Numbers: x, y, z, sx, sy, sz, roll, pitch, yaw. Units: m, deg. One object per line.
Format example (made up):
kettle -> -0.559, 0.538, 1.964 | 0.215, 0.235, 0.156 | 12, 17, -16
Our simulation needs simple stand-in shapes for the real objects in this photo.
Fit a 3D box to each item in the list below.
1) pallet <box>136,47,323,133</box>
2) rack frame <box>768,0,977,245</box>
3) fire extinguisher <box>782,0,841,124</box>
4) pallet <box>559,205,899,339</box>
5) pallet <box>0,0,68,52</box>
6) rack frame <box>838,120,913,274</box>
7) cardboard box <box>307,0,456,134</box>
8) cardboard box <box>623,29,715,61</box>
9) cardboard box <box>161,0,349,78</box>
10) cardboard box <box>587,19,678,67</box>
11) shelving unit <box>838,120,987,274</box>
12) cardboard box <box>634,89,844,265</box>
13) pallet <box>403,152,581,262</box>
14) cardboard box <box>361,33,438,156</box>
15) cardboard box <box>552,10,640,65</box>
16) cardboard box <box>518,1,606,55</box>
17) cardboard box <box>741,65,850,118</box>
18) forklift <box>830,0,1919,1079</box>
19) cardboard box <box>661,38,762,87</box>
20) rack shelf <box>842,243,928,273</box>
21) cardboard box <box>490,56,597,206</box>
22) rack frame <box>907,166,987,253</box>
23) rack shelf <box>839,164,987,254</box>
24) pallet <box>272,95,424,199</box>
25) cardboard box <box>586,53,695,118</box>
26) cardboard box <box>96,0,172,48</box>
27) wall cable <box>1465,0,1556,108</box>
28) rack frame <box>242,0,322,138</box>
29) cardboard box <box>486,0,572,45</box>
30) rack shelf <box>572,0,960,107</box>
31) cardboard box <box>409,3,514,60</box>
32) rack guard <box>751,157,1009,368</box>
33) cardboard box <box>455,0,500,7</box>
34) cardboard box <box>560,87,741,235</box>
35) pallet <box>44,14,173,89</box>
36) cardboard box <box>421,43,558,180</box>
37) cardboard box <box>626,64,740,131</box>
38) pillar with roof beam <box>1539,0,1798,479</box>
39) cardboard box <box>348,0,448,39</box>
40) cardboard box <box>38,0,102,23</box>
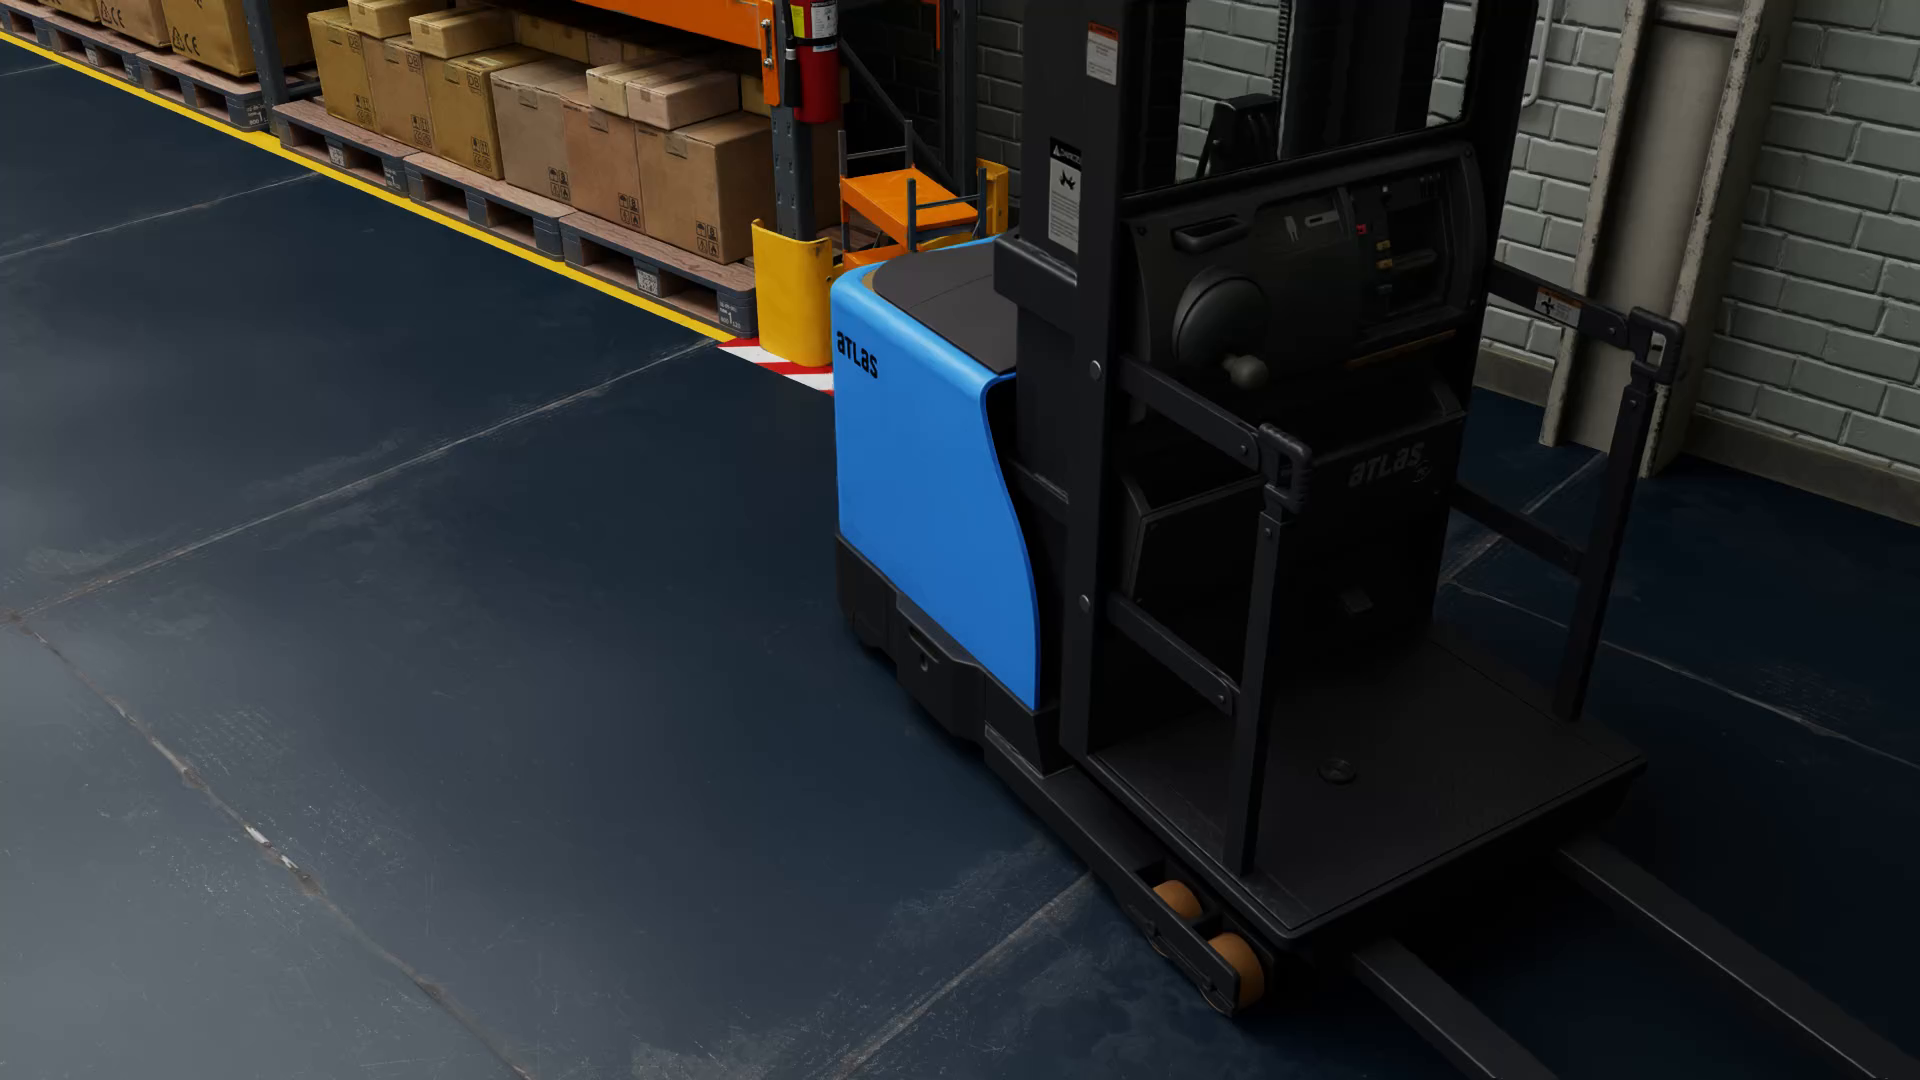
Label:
pallet -> -3.899, -2.648, 9.445 | 1.213, 0.211, 1.003 | 25, 39, 35
rack frame -> -0.310, -2.220, 6.030 | 0.127, 3.000, 1.000 | 25, 39, 35
fire extinguisher -> -0.508, -1.799, 5.766 | 0.183, 0.674, 0.296 | 25, 39, 35
pallet -> -0.956, -1.273, 7.159 | 1.213, 0.211, 1.003 | 25, 39, 35
pallet -> -5.708, -3.493, 10.847 | 1.213, 0.211, 1.003 | 25, 39, 35
rack frame -> -0.253, -0.729, 5.297 | 0.240, 1.200, 0.015 | -14, 34, -22
cardboard box -> -2.790, -2.416, 8.371 | 0.500, 0.500, 0.700 | 26, 39, 36
cardboard box -> -1.231, -2.106, 7.228 | 0.250, 0.149, 0.380 | 25, 39, 35
cardboard box -> -3.845, -3.039, 9.067 | 0.750, 0.750, 0.750 | 26, 39, 36
cardboard box -> -1.420, -2.194, 7.374 | 0.250, 0.149, 0.380 | 26, 39, 36
shelving unit -> -0.145, -0.616, 5.110 | 0.258, 1.200, 0.503 | -14, 34, -22
cardboard box -> -0.896, -1.534, 6.905 | 0.500, 0.500, 0.700 | 25, 39, 35
pallet -> -1.856, -1.695, 7.861 | 1.213, 0.211, 1.003 | 25, 39, 35
cardboard box -> -2.420, -2.241, 8.080 | 0.500, 0.500, 0.700 | 25, 39, 35
cardboard box -> -1.611, -2.283, 7.521 | 0.250, 0.149, 0.380 | 25, 39, 36
cardboard box -> -1.798, -2.371, 7.667 | 0.250, 0.149, 0.380 | 24, 39, 34
cardboard box -> -0.670, -1.845, 6.793 | 0.250, 0.149, 0.380 | 25, 39, 35
forklift -> 0.850, -0.521, 3.273 | 1.130, 2.935, 3.031 | -18, 35, -27
cardboard box -> -1.046, -2.020, 7.084 | 0.250, 0.149, 0.380 | 25, 39, 35
rack shelf -> -0.145, -0.750, 5.029 | 0.258, 0.148, 0.480 | -14, 34, -22
cardboard box -> -1.641, -1.880, 7.482 | 0.500, 0.500, 0.700 | 24, 38, 34
rack frame -> -0.036, -0.503, 4.923 | 0.240, 1.200, 0.015 | -14, 34, -22
rack shelf -> -0.145, -0.953, 4.907 | 0.258, 0.148, 0.480 | -14, 34, -22
pallet -> -2.765, -2.117, 8.562 | 1.213, 0.211, 1.003 | 25, 39, 35
cardboard box -> -1.304, -1.874, 6.843 | 0.250, 0.149, 0.380 | 26, 40, 36
cardboard box -> -4.506, -3.346, 9.576 | 0.750, 0.750, 0.750 | 26, 40, 36
wall cable -> 1.274, -2.574, 5.633 | 1.851, 1.984, 0.084 | 25, 39, 35
rack frame -> -3.276, -3.605, 8.330 | 0.127, 3.000, 1.000 | 25, 39, 35
cardboard box -> -1.990, -2.460, 7.815 | 0.250, 0.149, 0.380 | 25, 39, 36
rack shelf -> -1.793, -2.604, 7.365 | 4.000, 0.370, 1.077 | 25, 39, 35
cardboard box -> -2.272, -2.325, 7.591 | 0.250, 0.149, 0.380 | 24, 38, 34
rack guard -> -0.293, -1.141, 6.661 | 0.348, 0.500, 1.175 | 25, 39, 35
cardboard box -> -2.177, -2.547, 7.961 | 0.250, 0.149, 0.380 | 24, 38, 34
cardboard box -> -1.268, -1.707, 7.193 | 0.500, 0.500, 0.700 | 25, 39, 35
pallet -> -4.808, -3.071, 10.146 | 1.213, 0.211, 1.003 | 25, 39, 35
cardboard box -> -2.041, -2.062, 7.784 | 0.500, 0.500, 0.700 | 26, 40, 36
cardboard box -> -1.114, -1.786, 6.696 | 0.250, 0.149, 0.380 | 25, 39, 35
pillar with roof beam -> -0.617, -2.541, 0.746 | 0.400, 9.000, 9.100 | 25, 39, 35
cardboard box -> -2.659, -2.505, 7.891 | 0.250, 0.149, 0.380 | 27, 40, 37
cardboard box -> -5.139, -3.638, 10.062 | 0.750, 0.750, 0.750 | 25, 39, 35
